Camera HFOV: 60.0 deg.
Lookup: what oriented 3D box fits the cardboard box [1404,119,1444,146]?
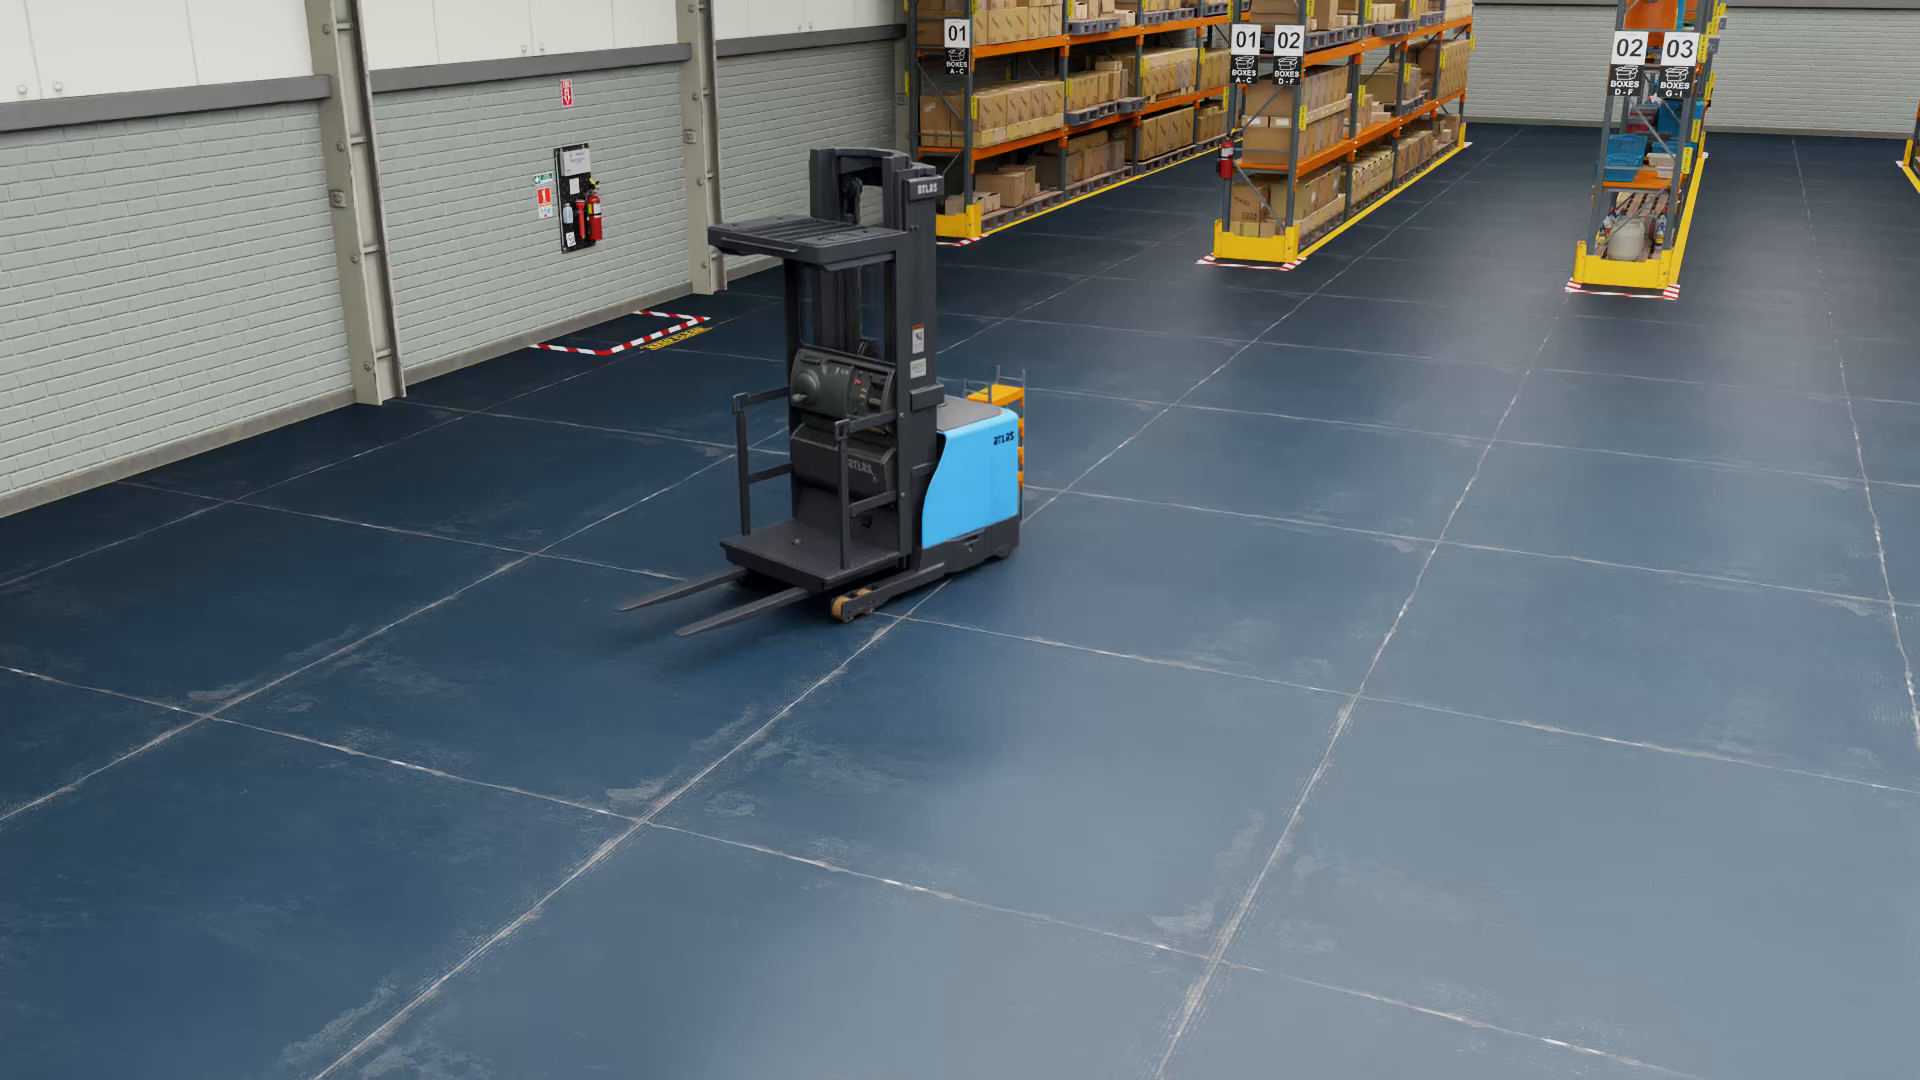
[{"bbox_3d":[9.910,-8.734,35.621,0.797,0.503,0.637,9,21,23],"label":"cardboard box"}]

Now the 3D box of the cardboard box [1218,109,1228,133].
[{"bbox_3d":[5.863,-9.669,38.284,0.700,0.500,0.500,8,21,23],"label":"cardboard box"}]

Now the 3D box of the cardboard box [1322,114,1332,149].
[{"bbox_3d":[5.275,-6.278,25.496,0.700,0.500,0.500,9,21,24],"label":"cardboard box"}]

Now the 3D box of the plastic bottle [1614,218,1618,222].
[{"bbox_3d":[9.572,-4.536,24.154,0.152,0.276,0.135,9,21,23],"label":"plastic bottle"}]

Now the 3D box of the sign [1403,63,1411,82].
[{"bbox_3d":[8.016,-8.376,29.816,0.100,0.325,0.005,9,21,23],"label":"sign"}]

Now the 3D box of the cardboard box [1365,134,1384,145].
[{"bbox_3d":[7.696,-7.624,31.385,0.500,0.250,0.500,9,22,25],"label":"cardboard box"}]

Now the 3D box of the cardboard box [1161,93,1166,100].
[{"bbox_3d":[3.951,-9.014,33.684,0.380,0.149,0.250,9,21,23],"label":"cardboard box"}]

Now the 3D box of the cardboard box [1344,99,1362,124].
[{"bbox_3d":[6.415,-7.123,27.872,0.500,0.500,0.500,10,22,27],"label":"cardboard box"}]

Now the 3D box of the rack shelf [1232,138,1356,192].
[{"bbox_3d":[5.051,-5.732,25.184,1.077,0.370,4.000,9,21,23],"label":"rack shelf"}]

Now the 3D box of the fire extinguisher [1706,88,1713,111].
[{"bbox_3d":[15.778,-9.442,35.213,0.296,0.674,0.183,9,21,23],"label":"fire extinguisher"}]

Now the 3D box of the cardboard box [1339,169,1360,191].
[{"bbox_3d":[6.266,-5.941,27.338,0.500,0.311,0.500,9,21,23],"label":"cardboard box"}]

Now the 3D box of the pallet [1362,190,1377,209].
[{"bbox_3d":[6.634,-5.974,28.951,1.003,0.211,1.213,9,21,23],"label":"pallet"}]

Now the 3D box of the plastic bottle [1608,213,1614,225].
[{"bbox_3d":[9.427,-4.583,24.177,0.144,0.351,0.185,8,21,22],"label":"plastic bottle"}]

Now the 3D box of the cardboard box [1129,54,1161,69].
[{"bbox_3d":[3.628,-9.402,32.686,0.500,0.250,0.500,8,21,22],"label":"cardboard box"}]

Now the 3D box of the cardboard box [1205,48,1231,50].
[{"bbox_3d":[6.063,-11.013,38.513,0.980,0.700,0.700,10,22,25],"label":"cardboard box"}]

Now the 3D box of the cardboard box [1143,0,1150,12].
[{"bbox_3d":[3.302,-10.577,32.451,0.700,0.500,0.500,7,21,20],"label":"cardboard box"}]

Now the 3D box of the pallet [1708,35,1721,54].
[{"bbox_3d":[10.181,-7.092,23.739,1.213,0.211,1.003,9,21,23],"label":"pallet"}]

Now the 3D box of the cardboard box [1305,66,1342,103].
[{"bbox_3d":[5.488,-7.050,25.730,0.700,0.500,0.500,8,21,23],"label":"cardboard box"}]

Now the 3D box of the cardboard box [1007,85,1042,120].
[{"bbox_3d":[1.022,-7.160,27.201,0.500,0.500,0.500,8,21,21],"label":"cardboard box"}]

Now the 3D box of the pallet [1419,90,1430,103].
[{"bbox_3d":[8.719,-8.808,33.047,1.003,0.211,1.213,9,21,23],"label":"pallet"}]

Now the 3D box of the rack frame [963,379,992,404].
[{"bbox_3d":[0.126,-0.597,12.358,0.240,1.200,0.015,12,23,30],"label":"rack frame"}]

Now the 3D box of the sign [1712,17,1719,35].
[{"bbox_3d":[12.530,-8.515,27.615,0.100,0.325,0.005,9,21,23],"label":"sign"}]

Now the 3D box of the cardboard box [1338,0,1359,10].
[{"bbox_3d":[6.158,-8.759,26.624,0.500,0.500,0.500,9,21,23],"label":"cardboard box"}]

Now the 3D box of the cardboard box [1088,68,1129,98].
[{"bbox_3d":[2.804,-8.693,31.631,0.700,0.500,0.500,6,20,16],"label":"cardboard box"}]

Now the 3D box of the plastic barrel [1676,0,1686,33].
[{"bbox_3d":[9.882,-7.559,23.397,0.600,0.901,0.708,9,21,23],"label":"plastic barrel"}]

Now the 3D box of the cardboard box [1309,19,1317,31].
[{"bbox_3d":[4.875,-7.354,23.733,0.380,0.149,0.250,9,21,23],"label":"cardboard box"}]

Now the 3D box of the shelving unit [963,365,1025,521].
[{"bbox_3d":[0.254,-0.667,12.554,0.258,1.200,0.503,12,23,30],"label":"shelving unit"}]

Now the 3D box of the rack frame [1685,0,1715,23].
[{"bbox_3d":[12.025,-10.051,27.301,1.000,3.000,0.127,9,21,23],"label":"rack frame"}]

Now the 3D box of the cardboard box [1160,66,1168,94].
[{"bbox_3d":[3.847,-9.204,33.250,0.500,0.500,0.500,8,21,22],"label":"cardboard box"}]

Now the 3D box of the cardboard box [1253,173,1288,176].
[{"bbox_3d":[4.782,-5.381,25.479,0.500,0.500,0.500,9,21,23],"label":"cardboard box"}]

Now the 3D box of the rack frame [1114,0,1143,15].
[{"bbox_3d":[2.987,-11.410,31.124,1.000,3.000,0.127,9,21,23],"label":"rack frame"}]

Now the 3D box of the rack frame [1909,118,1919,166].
[{"bbox_3d":[19.820,-8.990,33.272,1.000,3.000,0.127,9,21,23],"label":"rack frame"}]

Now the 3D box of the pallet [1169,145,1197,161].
[{"bbox_3d":[4.378,-8.247,35.342,1.003,0.211,1.213,9,21,23],"label":"pallet"}]

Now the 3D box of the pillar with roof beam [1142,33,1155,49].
[{"bbox_3d":[8.050,-12.375,33.836,9.100,9.000,0.400,9,21,23],"label":"pillar with roof beam"}]

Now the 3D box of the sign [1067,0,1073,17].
[{"bbox_3d":[1.847,-8.946,27.899,0.100,0.325,0.005,9,21,23],"label":"sign"}]

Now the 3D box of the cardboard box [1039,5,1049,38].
[{"bbox_3d":[1.149,-8.490,27.209,0.500,0.500,0.500,7,21,18],"label":"cardboard box"}]

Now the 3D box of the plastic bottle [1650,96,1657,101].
[{"bbox_3d":[12.976,-8.188,31.200,0.152,0.276,0.135,9,21,23],"label":"plastic bottle"}]

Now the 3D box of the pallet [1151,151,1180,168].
[{"bbox_3d":[3.880,-7.872,34.290,1.003,0.211,1.213,9,21,23],"label":"pallet"}]

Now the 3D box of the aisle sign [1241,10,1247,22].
[{"bbox_3d":[6.566,-12.235,38.516,0.394,0.787,0.004,9,21,23],"label":"aisle sign"}]

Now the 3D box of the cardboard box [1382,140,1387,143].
[{"bbox_3d":[7.889,-7.411,31.905,0.500,0.500,0.500,8,21,21],"label":"cardboard box"}]

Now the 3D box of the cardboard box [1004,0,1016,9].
[{"bbox_3d":[0.542,-8.468,25.656,0.500,0.500,0.500,9,22,24],"label":"cardboard box"}]

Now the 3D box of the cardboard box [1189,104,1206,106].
[{"bbox_3d":[5.315,-9.728,37.482,0.380,0.149,0.250,8,21,22],"label":"cardboard box"}]

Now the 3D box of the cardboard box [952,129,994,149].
[{"bbox_3d":[0.201,-6.183,25.571,0.500,0.250,0.500,8,21,21],"label":"cardboard box"}]

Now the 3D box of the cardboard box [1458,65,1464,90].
[{"bbox_3d":[10.639,-10.065,36.143,0.500,0.500,0.500,9,21,23],"label":"cardboard box"}]

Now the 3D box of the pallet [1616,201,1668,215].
[{"bbox_3d":[11.172,-5.308,27.078,1.003,0.211,1.213,9,21,23],"label":"pallet"}]

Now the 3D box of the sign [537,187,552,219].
[{"bbox_3d":[-4.616,-3.749,18.479,0.001,0.329,0.234,9,21,23],"label":"sign"}]

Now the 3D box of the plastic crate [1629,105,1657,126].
[{"bbox_3d":[11.084,-6.803,27.025,0.402,0.464,0.583,9,21,23],"label":"plastic crate"}]

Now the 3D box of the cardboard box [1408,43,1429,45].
[{"bbox_3d":[9.531,-10.147,34.884,0.500,0.500,0.500,9,21,23],"label":"cardboard box"}]

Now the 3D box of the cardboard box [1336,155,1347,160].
[{"bbox_3d":[6.607,-6.635,29.288,0.500,0.311,0.500,8,21,21],"label":"cardboard box"}]

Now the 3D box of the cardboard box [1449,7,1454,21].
[{"bbox_3d":[9.779,-10.738,33.932,0.500,0.250,0.500,9,21,23],"label":"cardboard box"}]

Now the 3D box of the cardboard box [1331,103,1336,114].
[{"bbox_3d":[5.536,-6.612,25.467,0.380,0.149,0.250,8,21,22],"label":"cardboard box"}]

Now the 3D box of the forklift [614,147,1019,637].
[{"bbox_3d":[-0.936,-1.033,11.000,1.130,2.935,3.031,17,26,40],"label":"forklift"}]

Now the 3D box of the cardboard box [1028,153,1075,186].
[{"bbox_3d":[1.635,-6.618,29.675,0.700,0.500,0.500,9,22,25],"label":"cardboard box"}]

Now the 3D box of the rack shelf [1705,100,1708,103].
[{"bbox_3d":[14.482,-8.720,33.584,1.077,0.370,4.000,9,21,23],"label":"rack shelf"}]
